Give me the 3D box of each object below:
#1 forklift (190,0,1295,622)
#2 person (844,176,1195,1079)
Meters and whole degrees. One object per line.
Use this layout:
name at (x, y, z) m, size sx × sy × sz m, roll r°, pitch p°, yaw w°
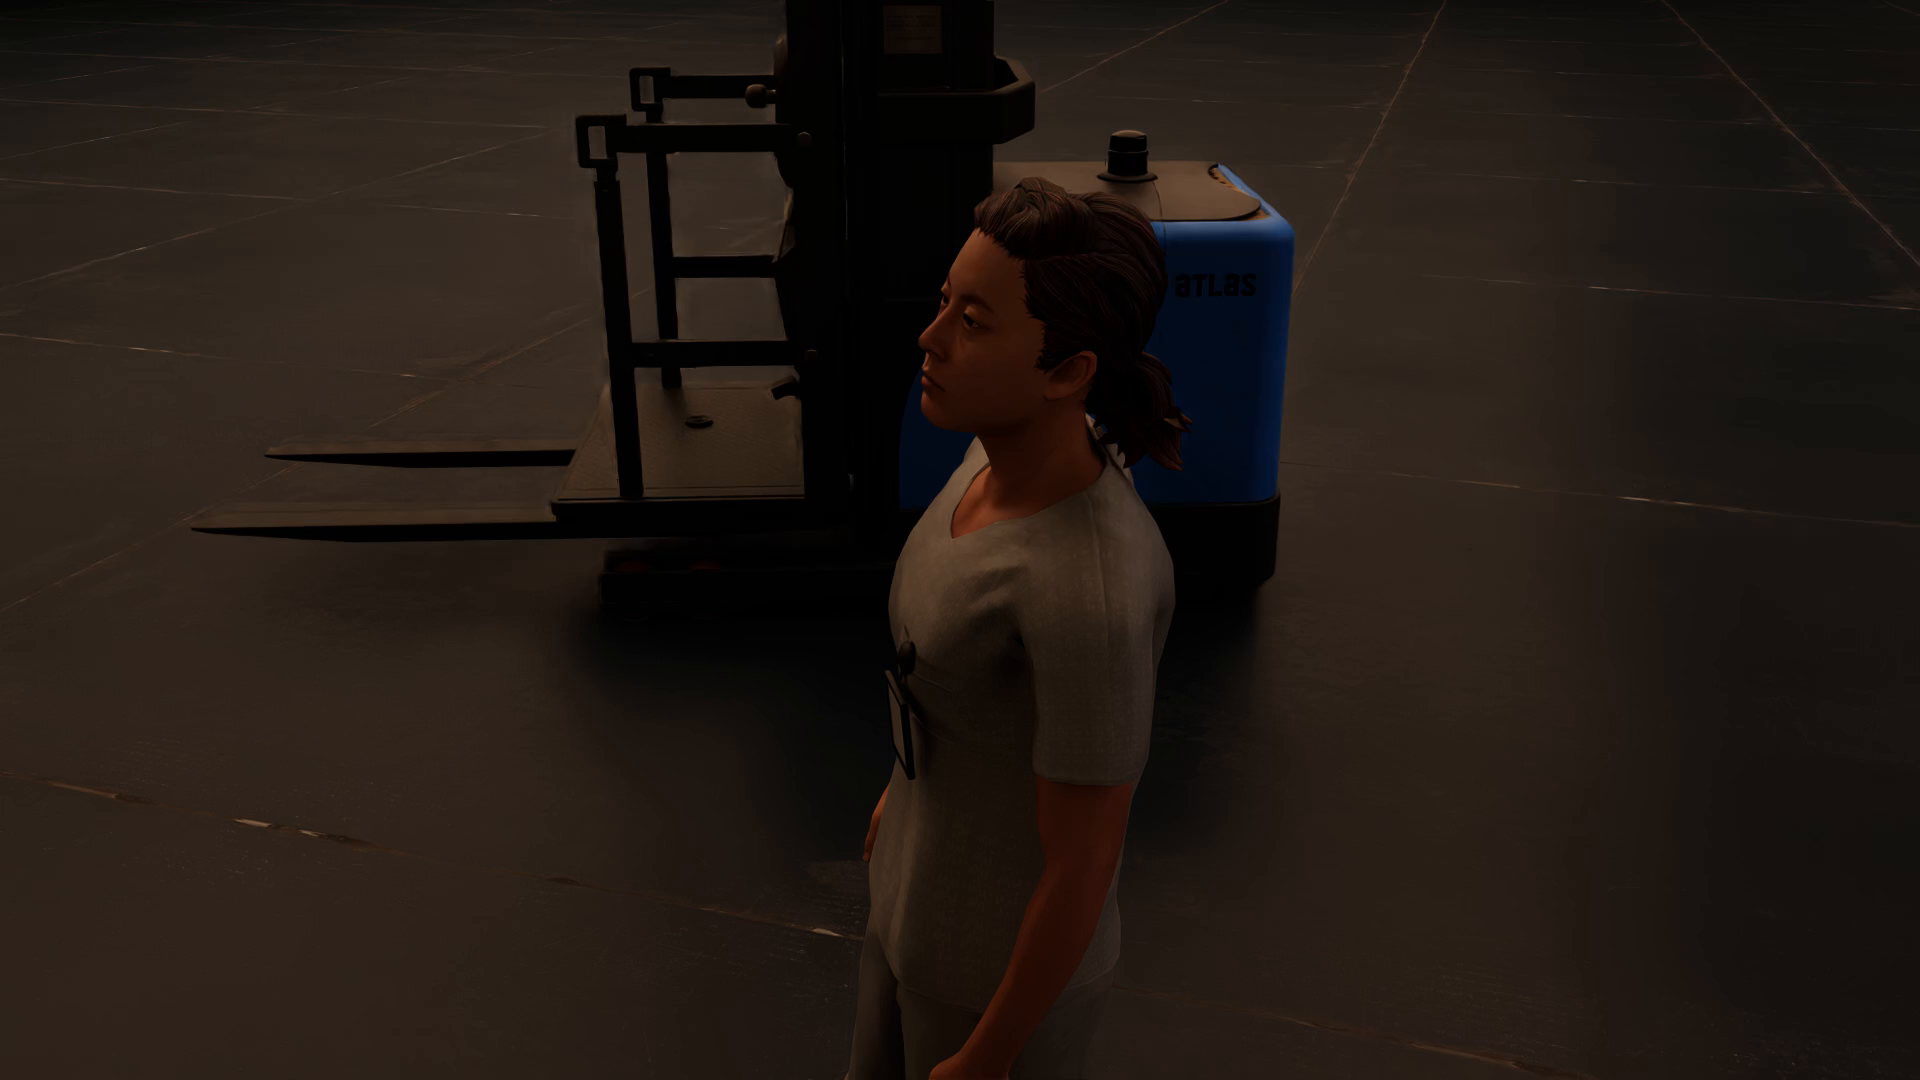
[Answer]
forklift at (-0.643, -1.337, 4.518) m, size 3.031 × 2.935 × 1.130 m, roll -1°, pitch 22°, yaw -3°
person at (-0.043, 0.437, 1.848) m, size 0.550 × 1.673 × 0.548 m, roll -4°, pitch 23°, yaw -9°
